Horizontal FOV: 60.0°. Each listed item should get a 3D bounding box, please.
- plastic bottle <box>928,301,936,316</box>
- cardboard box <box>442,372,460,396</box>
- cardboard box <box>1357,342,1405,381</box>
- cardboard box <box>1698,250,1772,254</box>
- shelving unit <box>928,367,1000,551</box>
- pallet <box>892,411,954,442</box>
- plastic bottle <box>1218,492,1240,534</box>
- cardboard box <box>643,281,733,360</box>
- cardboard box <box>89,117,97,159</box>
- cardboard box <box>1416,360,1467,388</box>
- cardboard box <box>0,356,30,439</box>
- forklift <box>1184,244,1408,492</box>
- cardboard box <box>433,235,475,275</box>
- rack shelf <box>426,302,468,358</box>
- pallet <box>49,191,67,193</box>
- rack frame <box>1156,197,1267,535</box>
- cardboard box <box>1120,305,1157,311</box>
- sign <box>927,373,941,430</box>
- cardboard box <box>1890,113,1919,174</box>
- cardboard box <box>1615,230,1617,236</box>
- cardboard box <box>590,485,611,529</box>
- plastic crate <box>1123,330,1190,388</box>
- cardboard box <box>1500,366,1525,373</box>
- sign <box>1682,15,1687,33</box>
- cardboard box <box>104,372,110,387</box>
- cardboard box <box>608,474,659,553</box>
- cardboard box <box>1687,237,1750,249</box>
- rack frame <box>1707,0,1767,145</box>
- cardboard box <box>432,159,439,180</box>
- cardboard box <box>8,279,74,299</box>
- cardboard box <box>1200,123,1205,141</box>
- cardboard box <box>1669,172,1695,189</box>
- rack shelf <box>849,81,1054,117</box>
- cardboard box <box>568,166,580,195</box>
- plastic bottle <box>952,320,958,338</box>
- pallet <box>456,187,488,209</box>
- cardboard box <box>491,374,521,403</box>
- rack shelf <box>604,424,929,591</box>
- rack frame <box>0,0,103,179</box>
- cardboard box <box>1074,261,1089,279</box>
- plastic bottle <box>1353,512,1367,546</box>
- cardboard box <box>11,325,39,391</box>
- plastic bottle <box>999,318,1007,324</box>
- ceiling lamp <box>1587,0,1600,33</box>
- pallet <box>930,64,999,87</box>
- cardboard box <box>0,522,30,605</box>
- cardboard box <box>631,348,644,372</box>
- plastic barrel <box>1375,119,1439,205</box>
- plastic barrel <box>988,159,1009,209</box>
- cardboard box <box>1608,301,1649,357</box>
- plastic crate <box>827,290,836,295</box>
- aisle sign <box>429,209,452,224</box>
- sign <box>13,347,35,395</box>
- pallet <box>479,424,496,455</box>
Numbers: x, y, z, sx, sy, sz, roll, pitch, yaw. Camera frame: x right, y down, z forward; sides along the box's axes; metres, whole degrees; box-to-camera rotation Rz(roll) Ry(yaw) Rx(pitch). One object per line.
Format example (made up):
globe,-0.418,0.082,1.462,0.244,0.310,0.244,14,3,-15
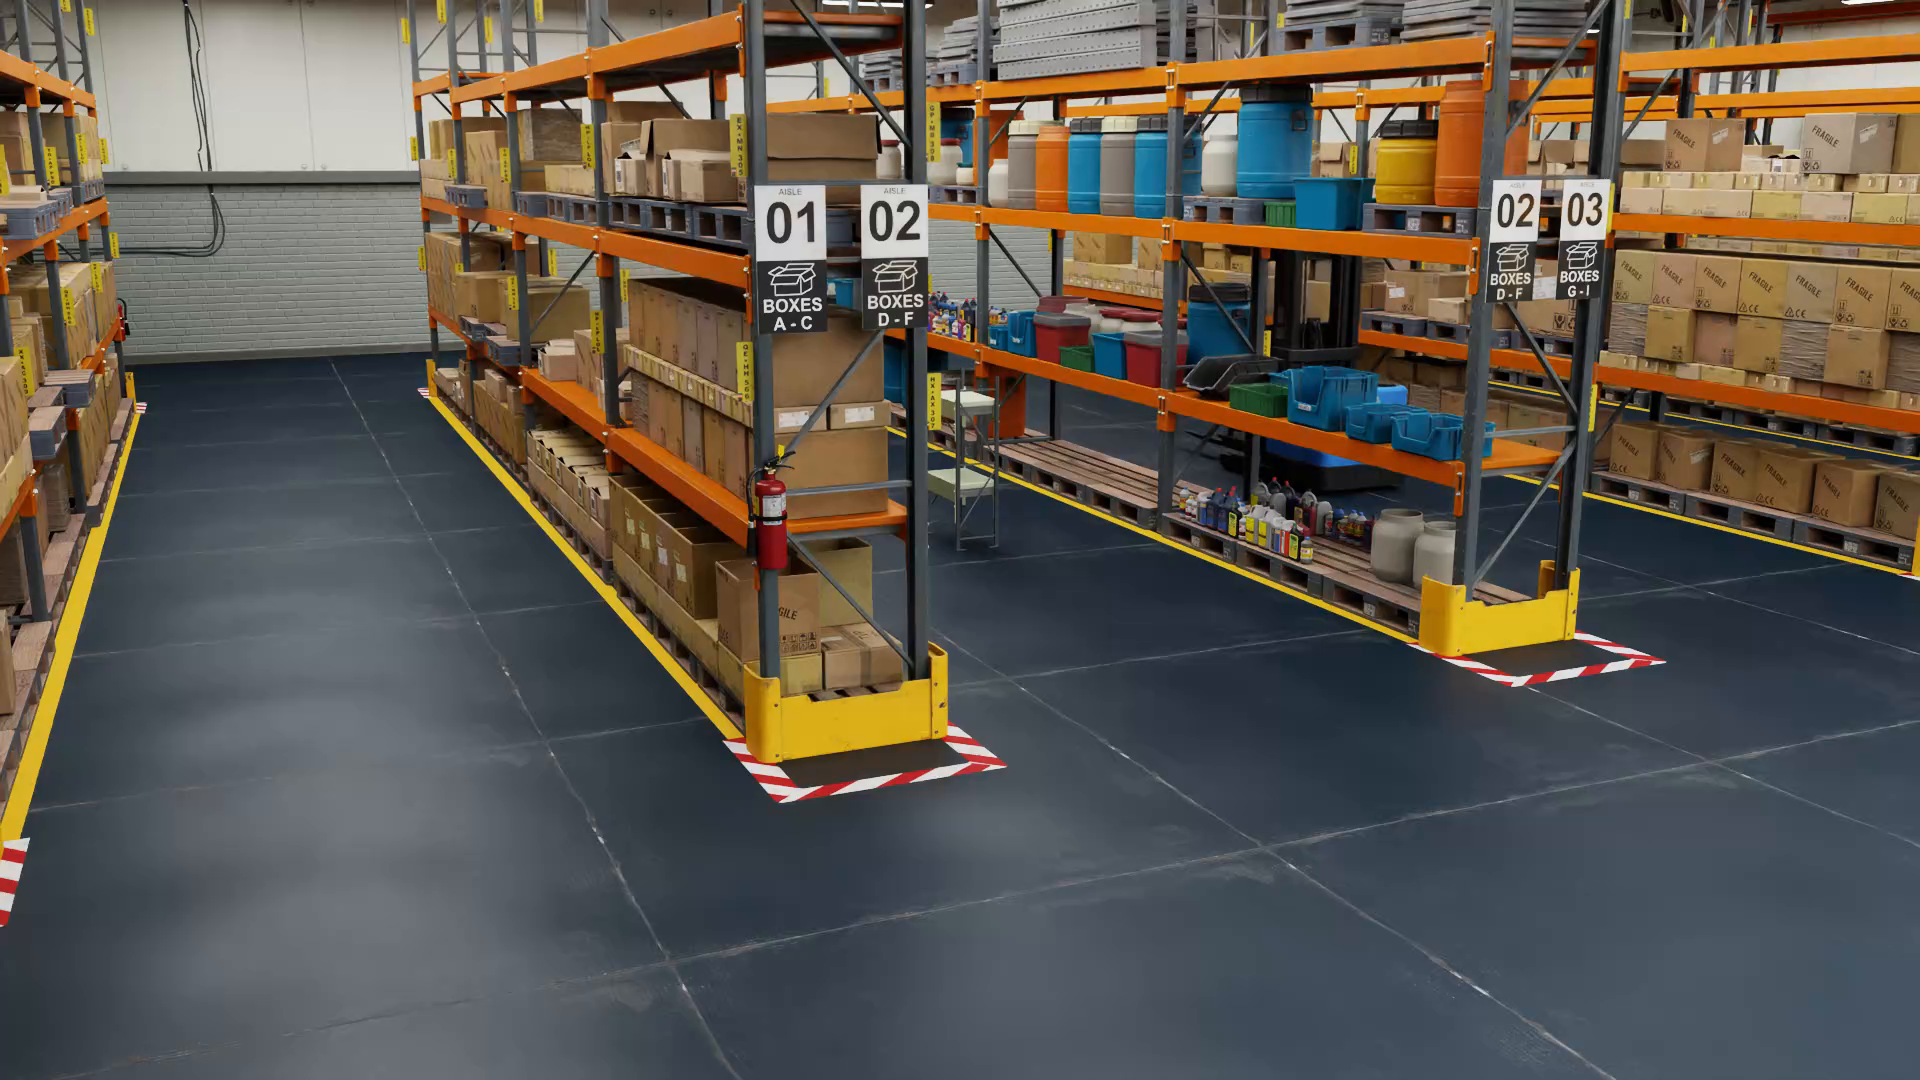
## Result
plastic bottle,-0.368,-2.679,19.903,0.144,0.351,0.185,-6,14,-23
cardboard box,-6.717,-2.122,22.507,0.500,0.250,0.500,-6,14,-23
cardboard box,4.950,-2.147,21.273,1.225,0.875,0.875,-6,14,-26
cardboard box,7.443,-2.516,15.989,0.500,0.500,0.500,-6,14,-23
shelving unit,0.003,-0.729,14.695,0.431,1.500,0.755,-6,14,-23
pallet,-0.170,-1.438,20.613,1.003,0.211,1.213,-6,14,-23
plastic bottle,2.290,-0.240,14.151,0.144,0.351,0.185,-6,14,-25
cardboard box,-1.882,-1.598,12.022,0.700,0.500,0.500,-6,14,-23
cardboard box,-10.880,-4.919,20.337,0.500,0.500,0.500,-5,14,-21
cardboard box,5.725,-1.950,19.549,0.500,0.250,0.500,-4,14,-17
cardboard box,-6.334,-0.896,10.716,0.500,0.500,0.500,-6,14,-23
forklift,3.516,-2.203,17.888,1.130,2.935,3.031,-6,14,-23
cardboard box,-6.728,-3.801,22.200,0.500,0.500,0.500,-5,14,-22
rack shelf,-6.275,-2.828,22.031,1.077,0.370,4.000,-6,14,-23
pallet,-9.166,-3.219,15.892,1.003,0.211,1.213,-5,14,-20
rack frame,2.271,-1.559,14.953,1.000,3.000,0.127,-6,14,-23
cardboard box,3.053,-3.158,25.644,0.875,0.875,0.875,-6,14,-23
sign,-0.156,-0.795,9.558,0.100,0.325,0.005,-6,14,-23
cardboard box,8.064,-3.410,14.307,0.500,0.500,0.500,-6,14,-23
cardboard box,11.641,-5.477,29.442,0.500,0.500,0.500,-6,14,-23
cardboard box,-2.694,-0.308,13.473,0.500,0.311,0.500,-6,14,-23
plastic crate,1.797,-1.663,15.259,0.402,0.464,0.583,-6,14,-23
cardboard box,8.456,-2.787,24.873,0.500,0.500,0.500,-5,14,-20
sign,9.299,-6.625,21.291,0.100,0.325,0.005,-6,14,-23
cardboard box,-10.187,-1.871,19.474,0.380,0.149,0.250,-5,14,-21
cardboard box,-2.370,-0.219,12.666,0.500,0.500,0.500,-6,14,-23
cardboard box,9.963,-3.702,21.774,0.700,0.500,0.500,-6,14,-23
rack frame,12.685,-7.477,27.219,1.000,3.000,0.127,-6,14,-23
cardboard box,-6.512,-4.783,21.457,0.500,0.250,0.500,-6,14,-23
cardboard box,-8.570,-2.287,15.511,0.500,0.250,0.500,-6,14,-24
cardboard box,3.234,-5.983,24.377,0.500,0.250,0.500,-7,15,-27
cardboard box,6.916,-3.387,15.647,0.380,0.149,0.250,-6,14,-23
rack shelf,-0.132,-5.176,19.759,1.077,0.370,4.000,-6,14,-23
cardboard box,-3.193,-3.217,14.867,0.500,0.250,0.500,-6,14,-24
plastic bottle,-0.045,-2.427,19.144,0.097,0.201,0.097,0,13,0
pallet,-4.858,-3.780,18.314,1.213,0.211,1.003,-6,14,-23
cardboard box,-4.901,-1.695,18.445,0.500,0.250,0.500,-6,14,-24
rack shelf,-1.468,-0.349,11.319,1.077,0.370,4.000,-6,14,-23
rack frame,-11.613,-6.066,21.123,1.000,3.000,0.127,-6,14,-23
cardboard box,2.162,-4.327,26.586,0.500,0.250,0.500,-6,14,-24
plastic bottle,3.295,-0.091,13.687,0.097,0.271,0.097,0,13,0
cardboard box,-7.692,-1.402,13.078,0.700,0.500,0.500,-6,14,-23
plastic bottle,0.499,-2.488,19.406,0.097,0.201,0.097,0,13,0
ceiling lamp,12.422,-11.940,33.556,2.000,3.185,0.800,-6,14,-23
pallet,0.408,-5.173,18.570,1.213,0.211,1.003,-6,14,-23
cardboard box,-7.116,0.189,11.970,0.700,0.500,0.500,-5,14,-21
cardboard box,-2.238,-1.352,12.400,0.380,0.149,0.250,-5,14,-22
plastic barrel,3.300,-2.714,11.944,0.600,0.588,0.600,0,13,0
plastic barrel,0.512,-3.809,17.776,0.421,0.512,0.421,0,13,0
cardboard box,6.933,-2.101,16.416,0.875,0.500,0.500,-6,14,-23
plastic crate,-1.907,-3.445,23.555,0.293,0.136,0.466,-6,14,-23
aisle sign,-7.372,-4.846,23.389,0.394,0.787,0.004,-6,14,-23
sign,-6.312,-1.136,11.208,0.100,0.325,0.005,-6,14,-23
pallet,-5.113,-1.242,19.768,1.003,0.211,1.213,-6,14,-23
